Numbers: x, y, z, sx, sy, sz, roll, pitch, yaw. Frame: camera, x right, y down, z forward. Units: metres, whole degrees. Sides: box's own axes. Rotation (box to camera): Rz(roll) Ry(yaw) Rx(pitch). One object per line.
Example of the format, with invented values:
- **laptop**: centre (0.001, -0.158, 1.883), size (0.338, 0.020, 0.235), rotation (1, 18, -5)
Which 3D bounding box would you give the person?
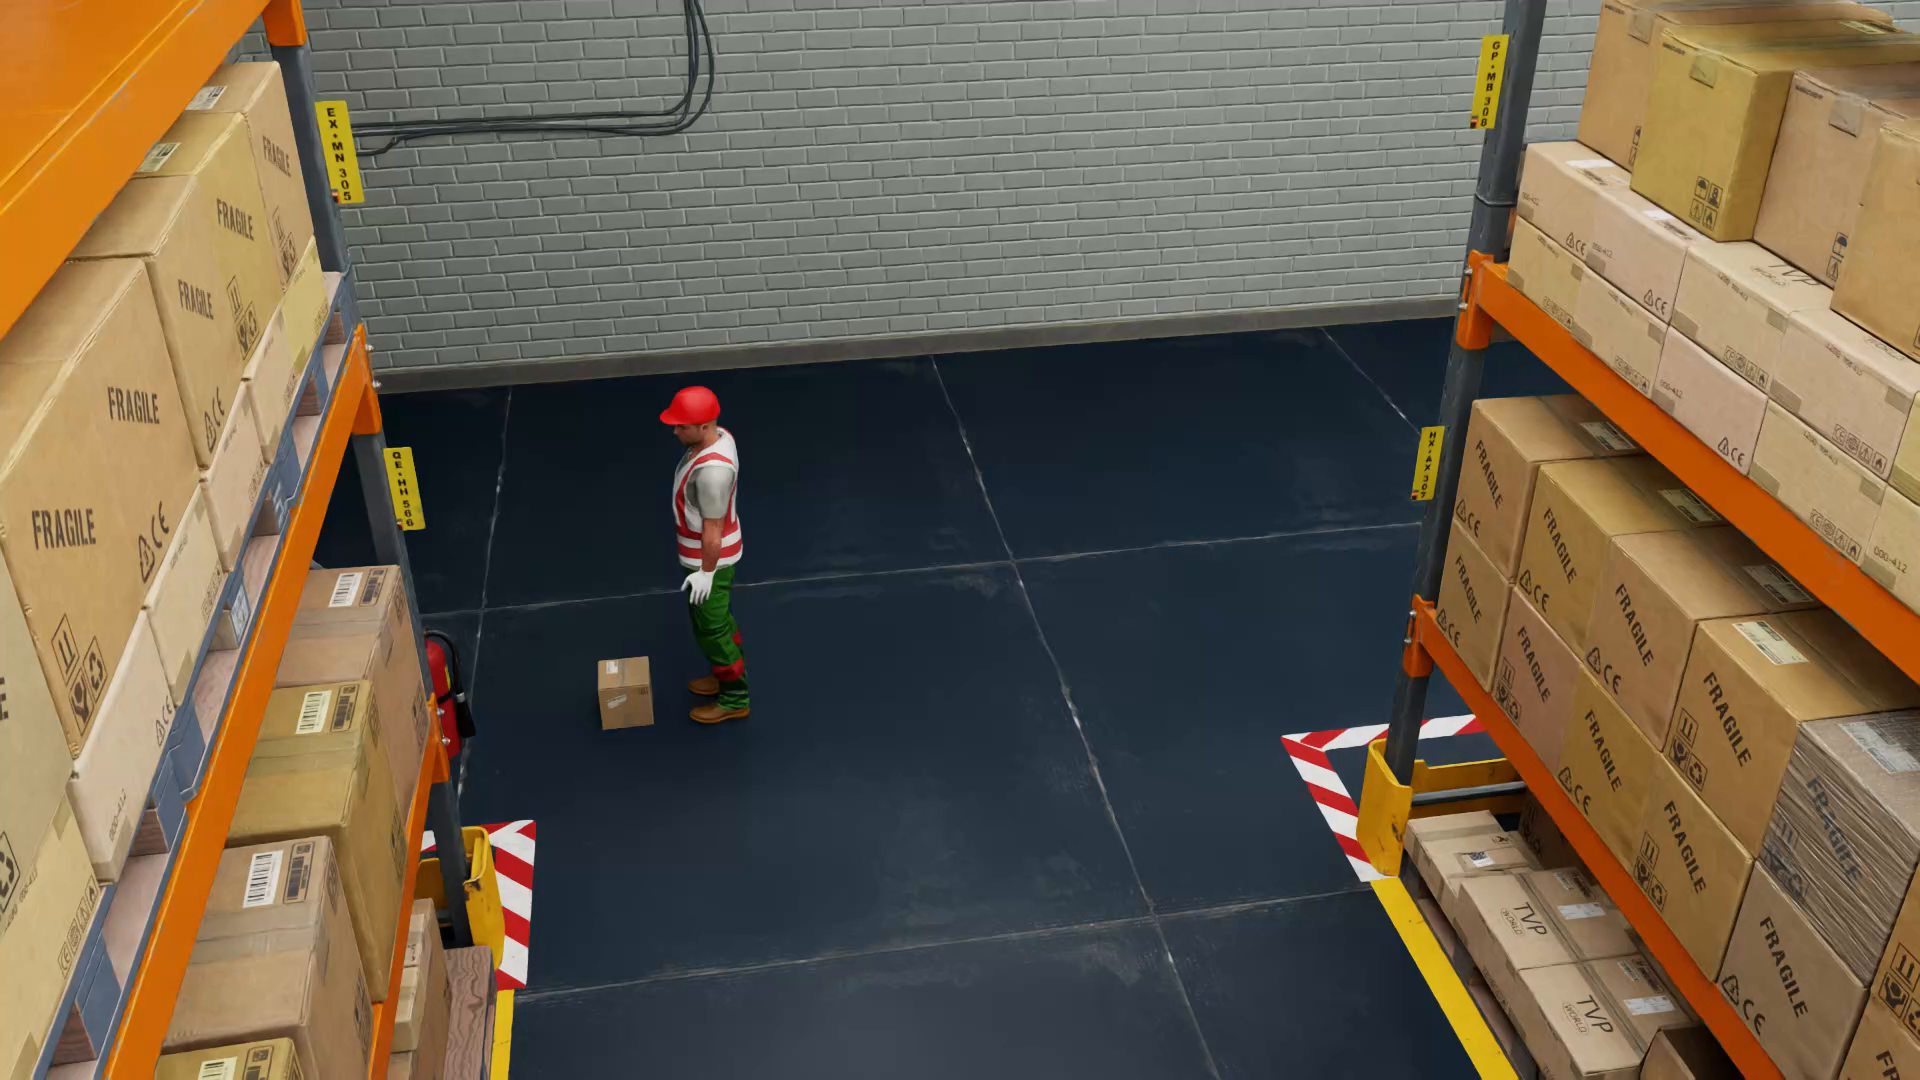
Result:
- **person**: centre (-1.205, 0.072, 8.001), size (0.347, 1.779, 0.527), rotation (-5, 31, -8)
